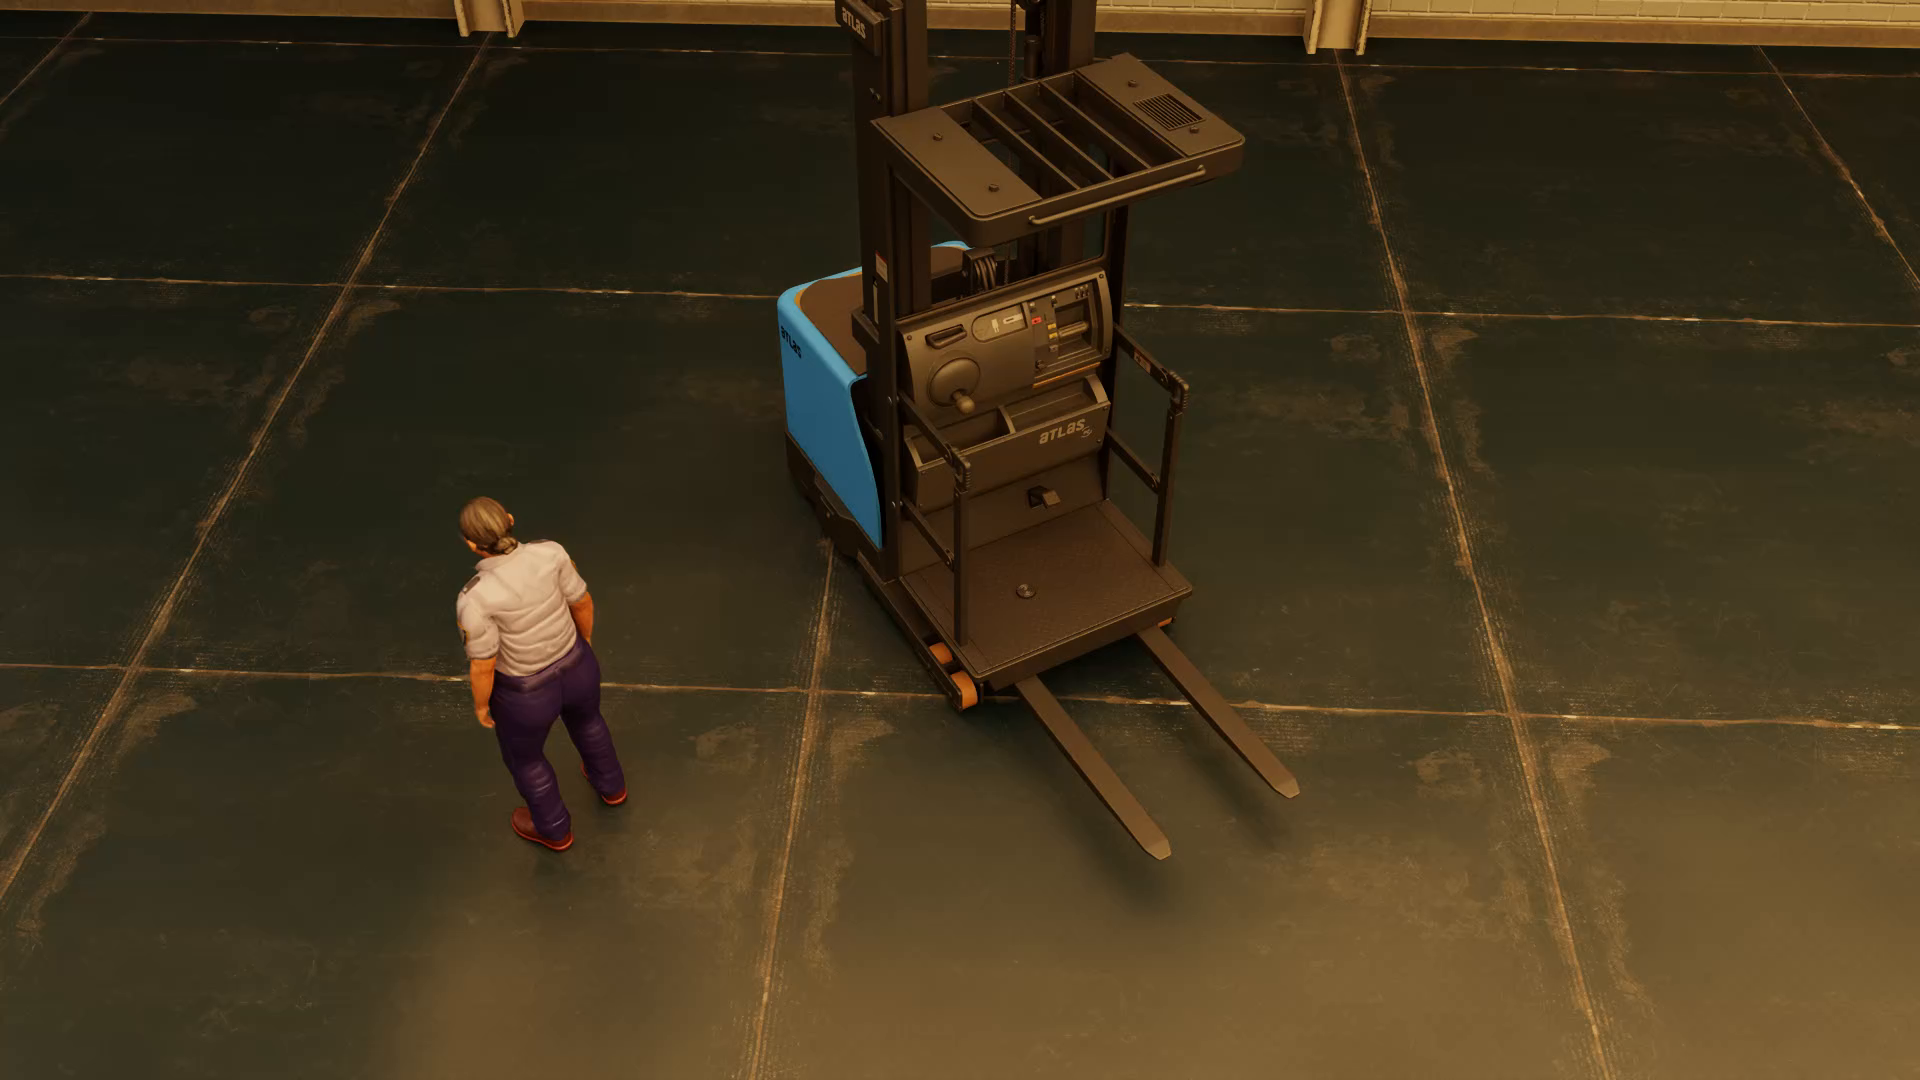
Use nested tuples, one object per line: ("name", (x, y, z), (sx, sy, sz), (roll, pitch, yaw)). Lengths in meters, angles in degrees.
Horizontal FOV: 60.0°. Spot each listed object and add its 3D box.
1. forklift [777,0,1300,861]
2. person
("forklift", (0.306, -0.711, 6.522), (1.130, 2.935, 3.031), (-21, 46, -21))
("person", (-1.557, 0.502, 6.153), (0.380, 1.637, 0.540), (32, 51, 30))
